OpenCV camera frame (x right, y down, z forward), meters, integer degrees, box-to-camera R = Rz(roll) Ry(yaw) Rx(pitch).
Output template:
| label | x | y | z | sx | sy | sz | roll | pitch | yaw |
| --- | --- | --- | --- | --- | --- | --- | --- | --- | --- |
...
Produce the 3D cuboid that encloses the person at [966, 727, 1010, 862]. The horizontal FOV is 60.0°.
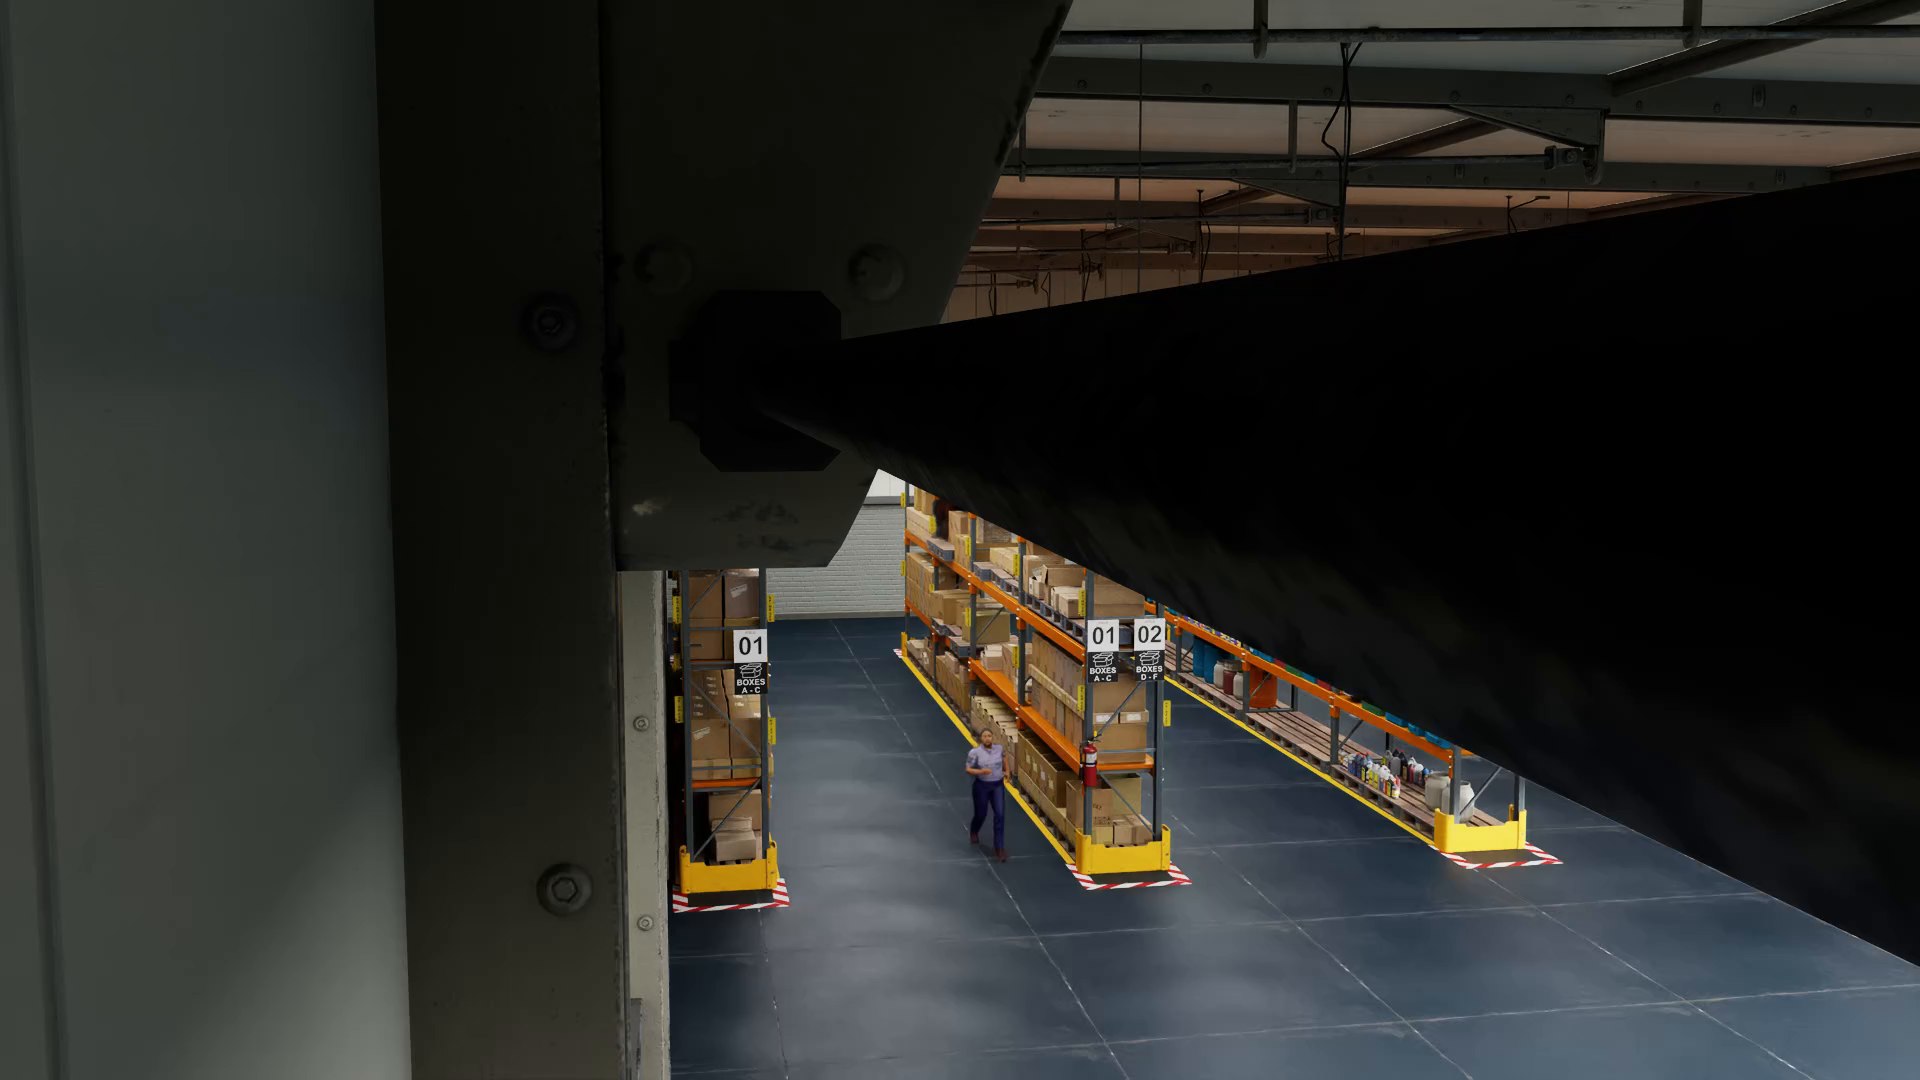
| label | x | y | z | sx | sy | sz | roll | pitch | yaw |
| --- | --- | --- | --- | --- | --- | --- | --- | --- | --- |
| person | 0.380 | 3.276 | 21.695 | 0.609 | 1.636 | 0.957 | -1 | 6 | -10 |
